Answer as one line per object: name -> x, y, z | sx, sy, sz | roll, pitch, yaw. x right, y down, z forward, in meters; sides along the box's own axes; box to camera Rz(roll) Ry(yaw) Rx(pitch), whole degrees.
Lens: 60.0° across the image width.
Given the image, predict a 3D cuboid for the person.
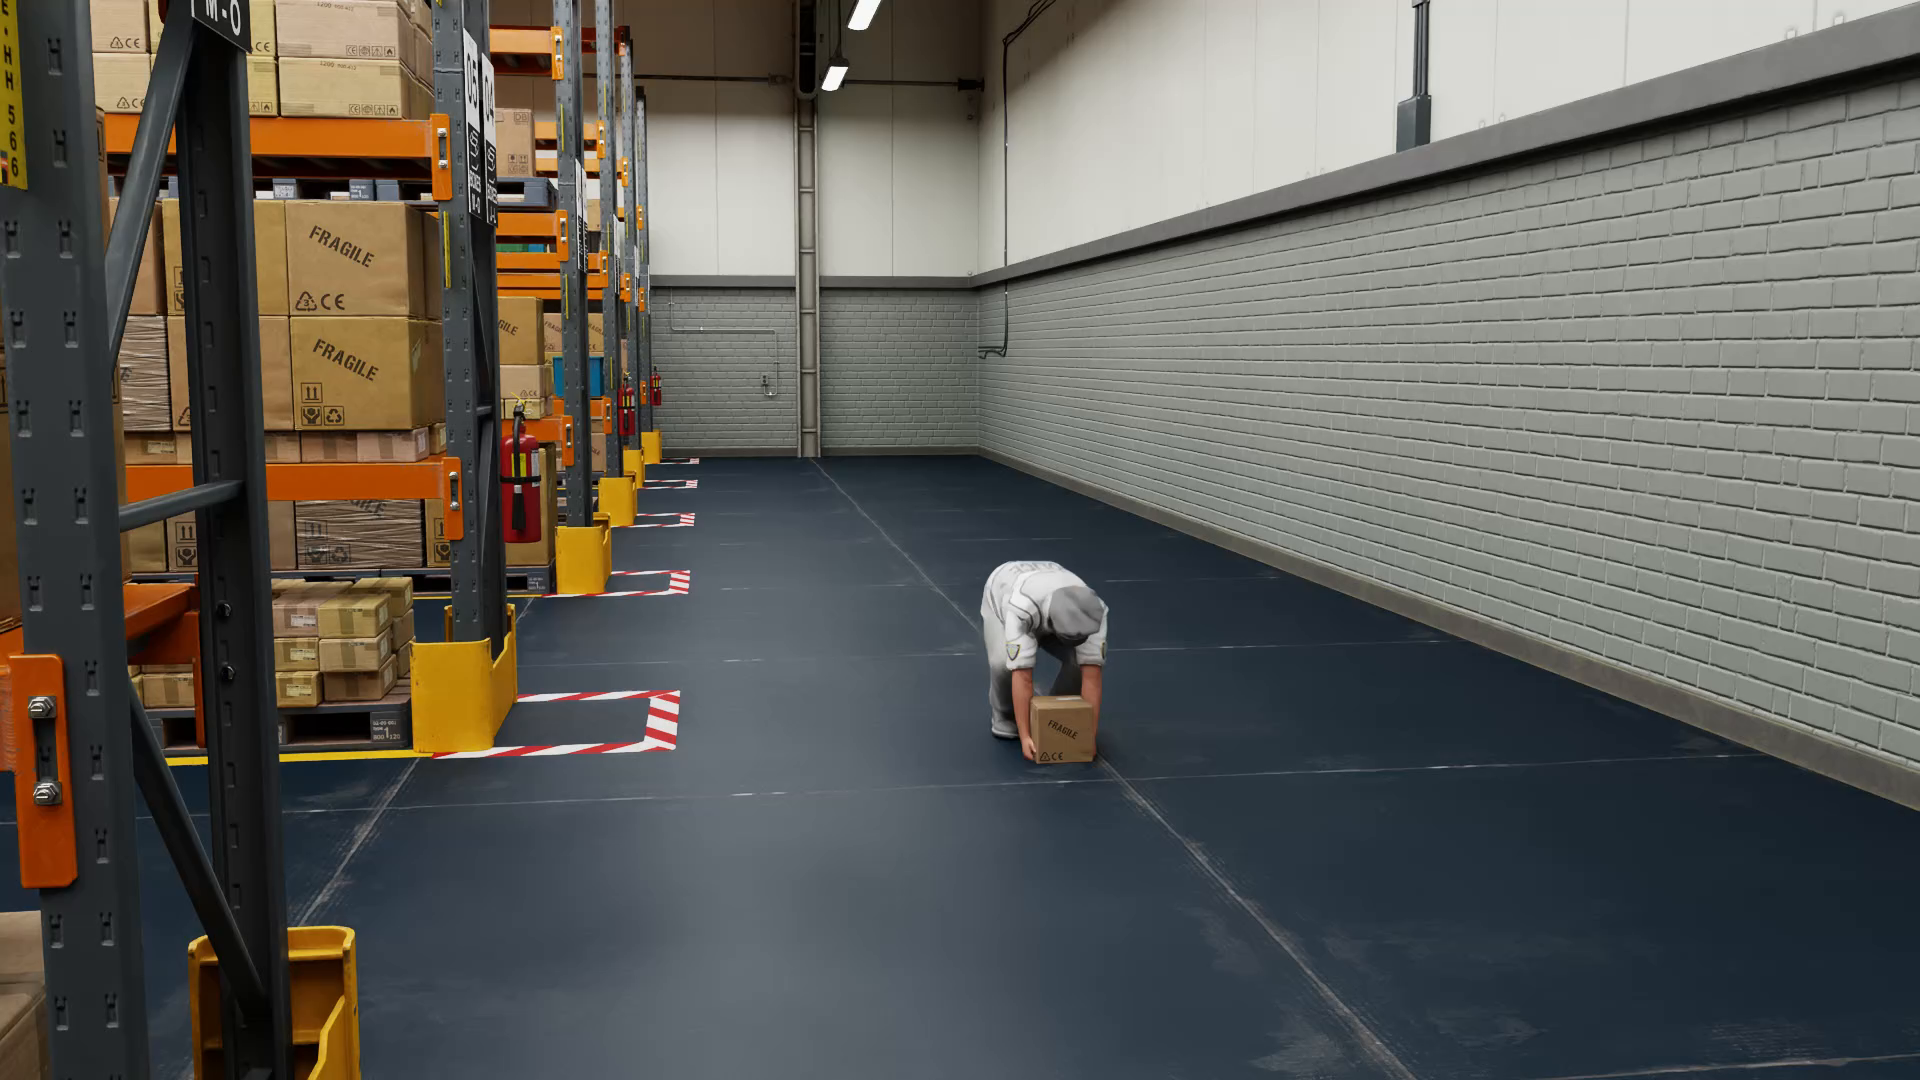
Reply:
person -> 0.395, 0.536, 7.679 | 0.533, 0.840, 1.031 | -1, 7, -10
